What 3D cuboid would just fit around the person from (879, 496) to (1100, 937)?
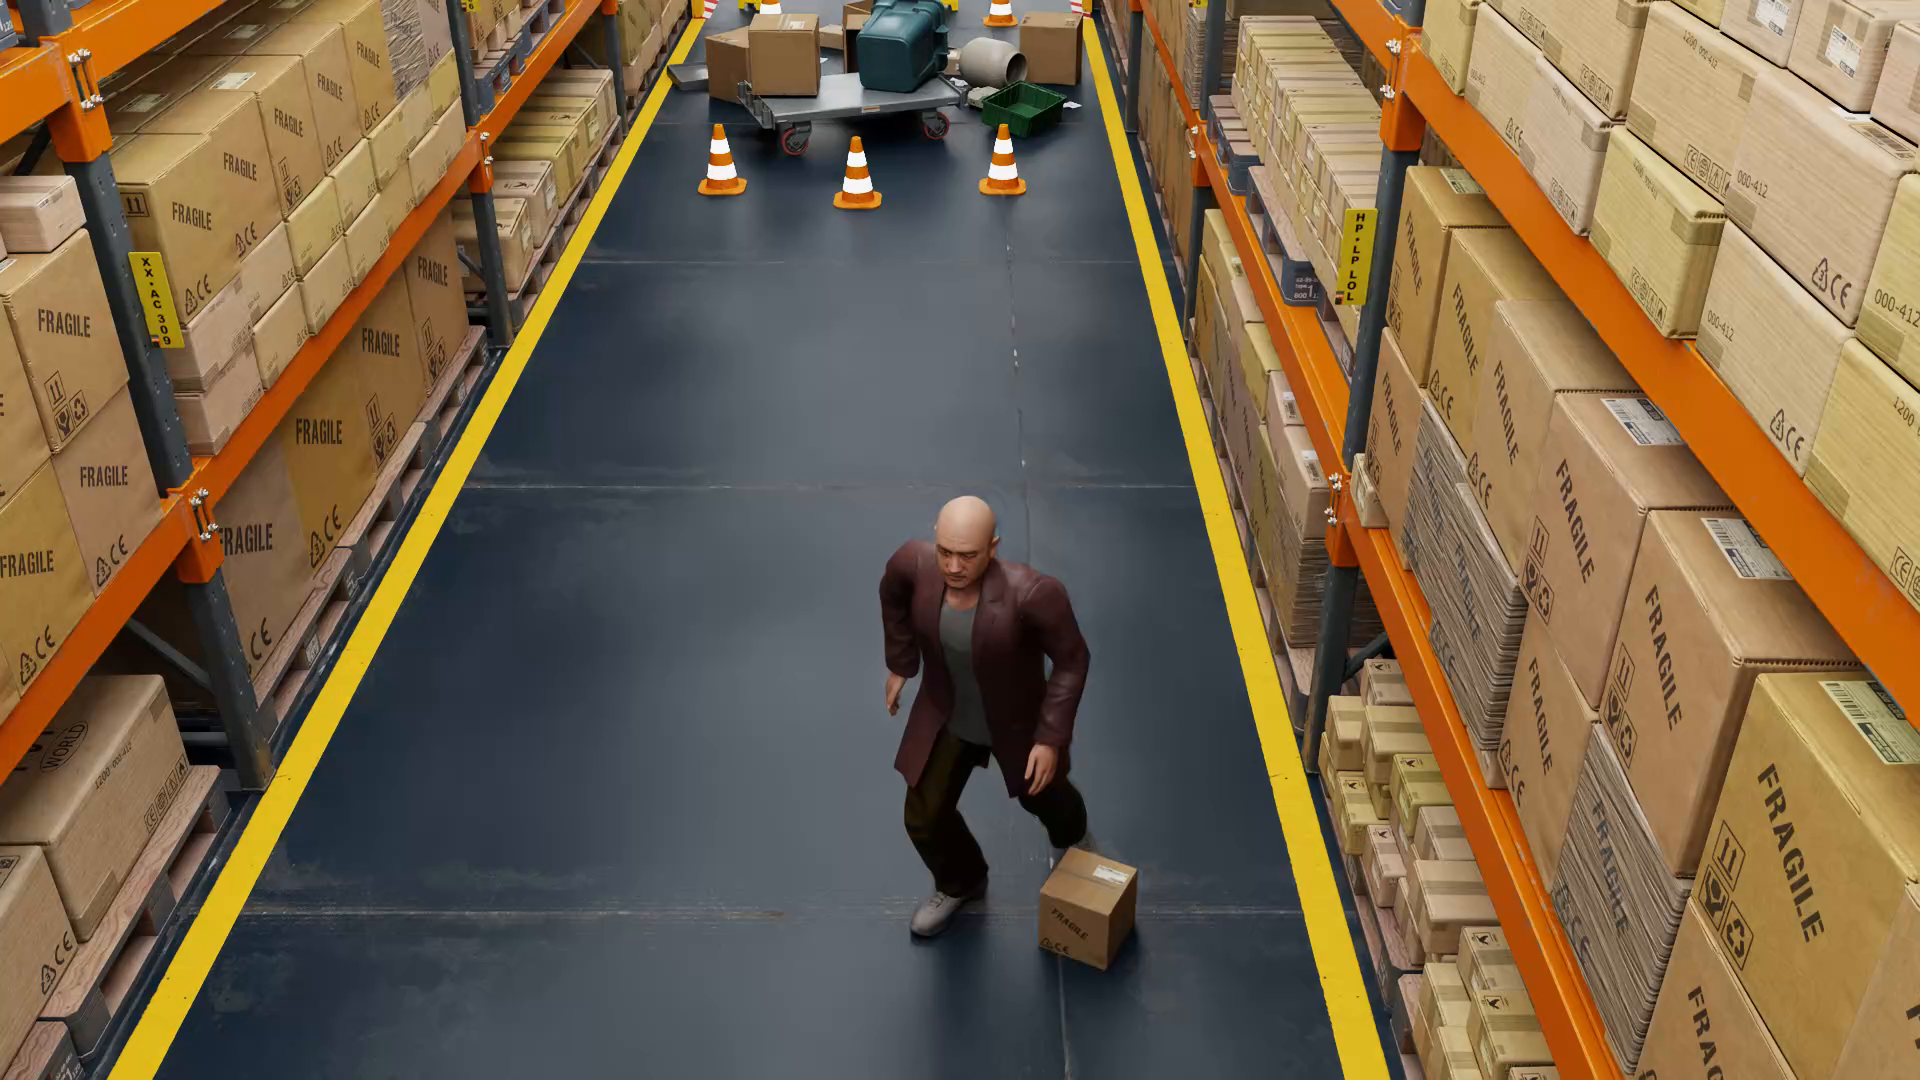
[{"bbox_3d":[0.111,0.492,5.393,0.740,1.721,0.806,11,33,17],"label":"person"}]
